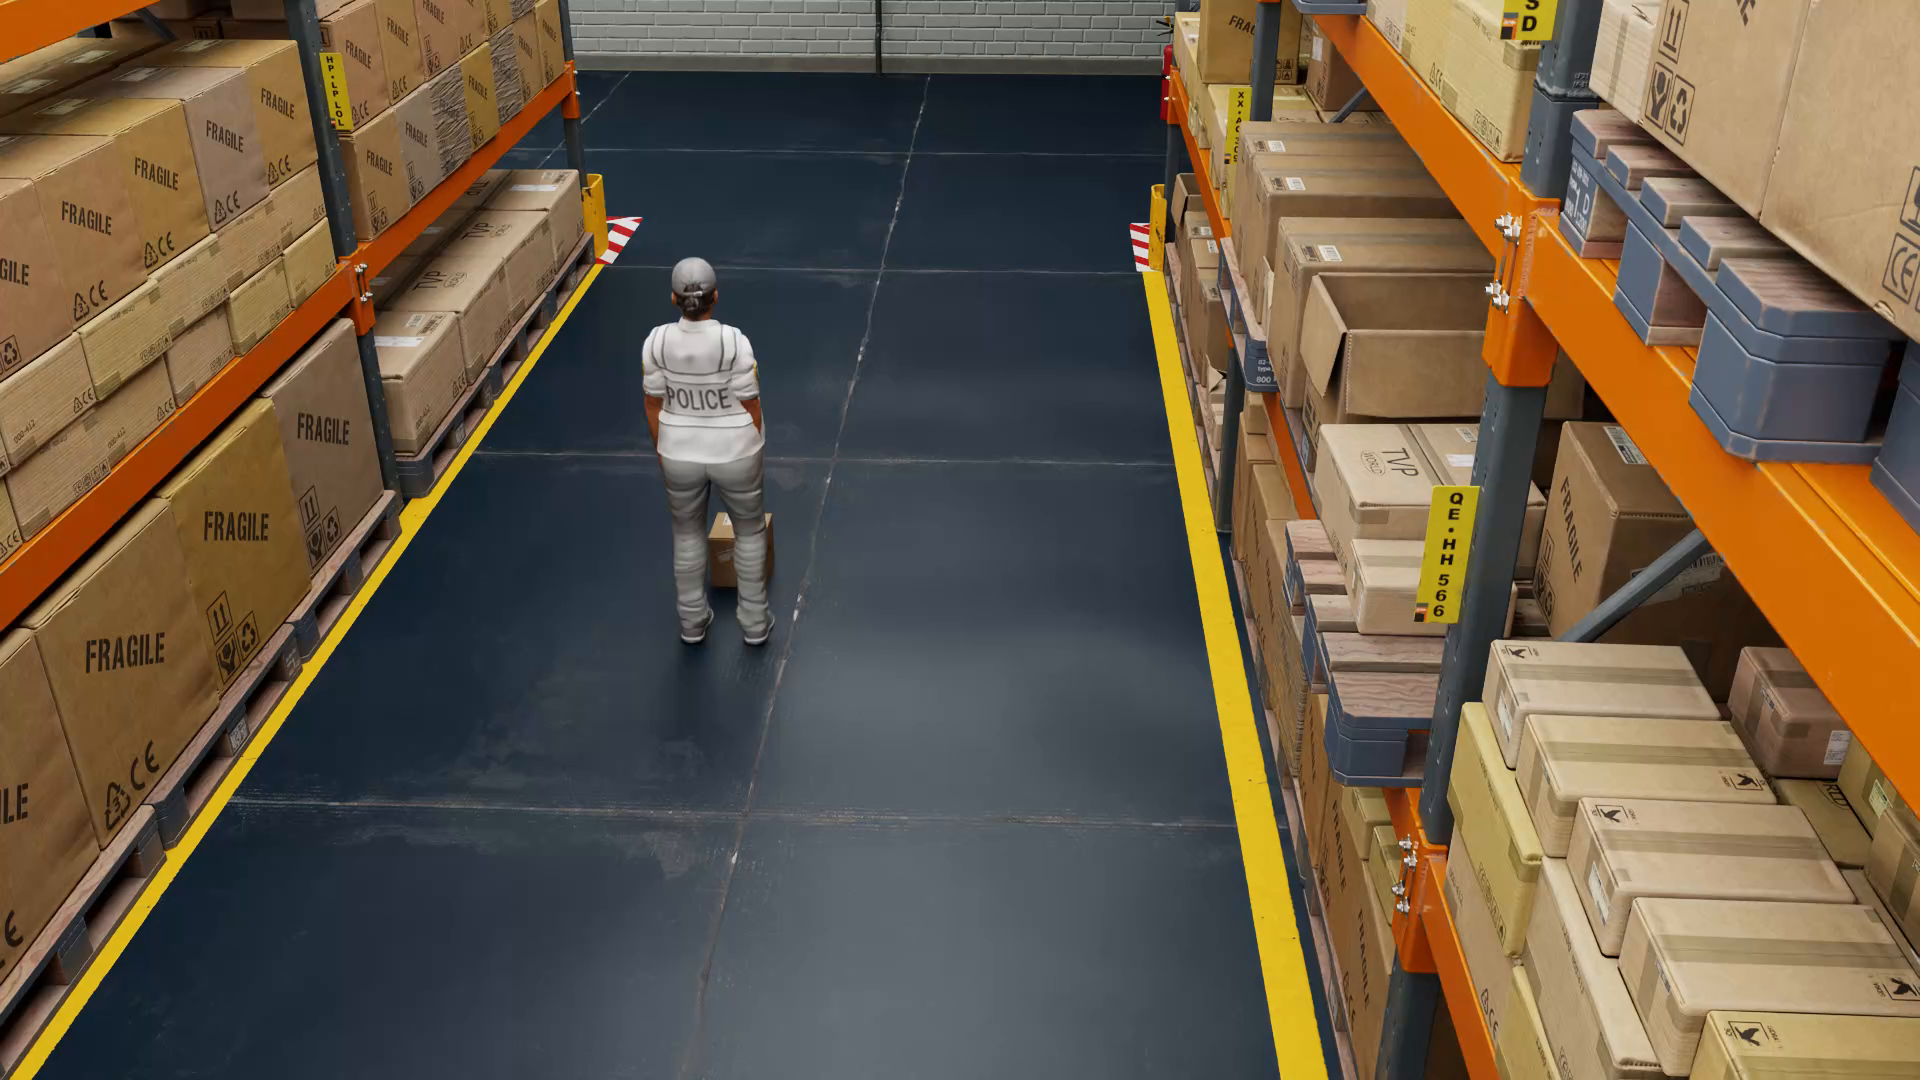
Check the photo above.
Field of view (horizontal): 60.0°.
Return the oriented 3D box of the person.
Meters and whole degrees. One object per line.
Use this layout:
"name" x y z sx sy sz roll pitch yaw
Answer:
"person" -1.026 -0.346 6.779 0.469 1.659 0.390 2 28 3
